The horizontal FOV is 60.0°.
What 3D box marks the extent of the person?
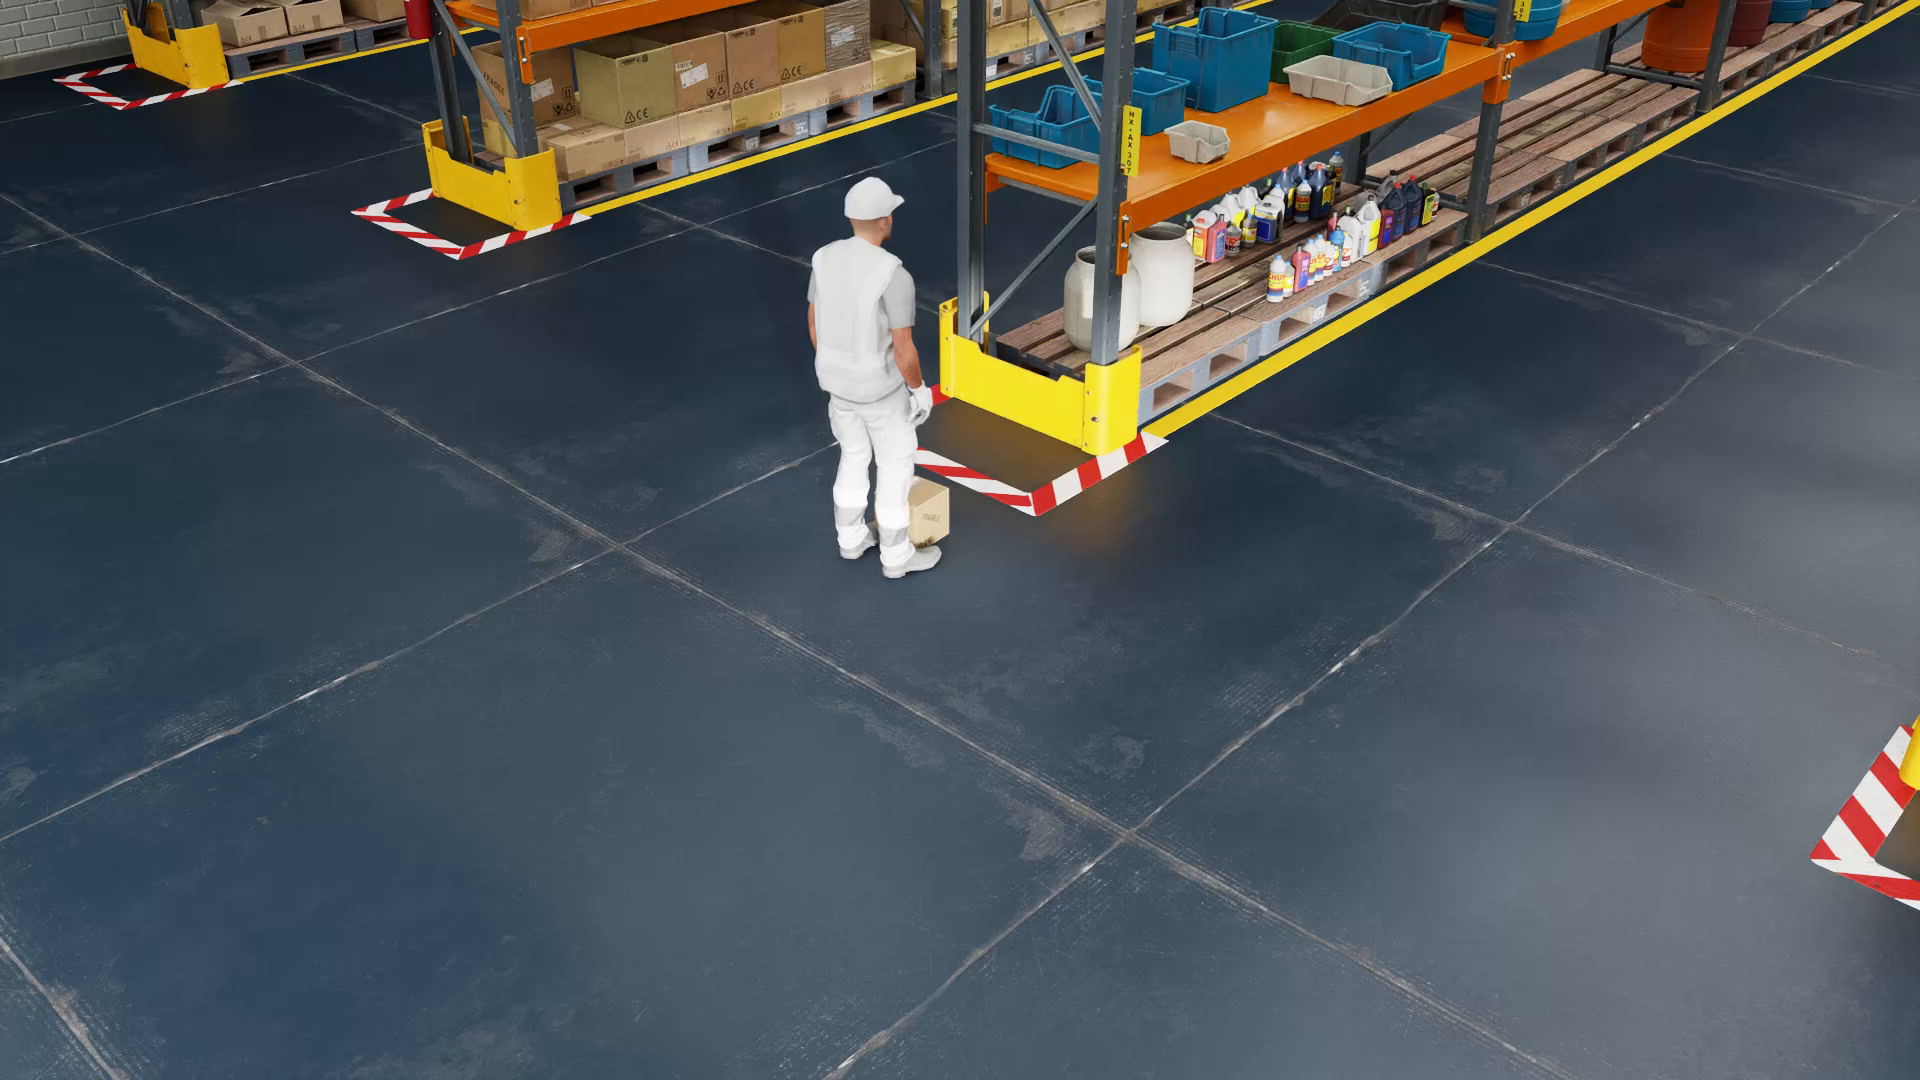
[{"bbox_3d":[-0.392,-0.699,7.279,0.622,1.781,0.445,23,38,33],"label":"person"}]
